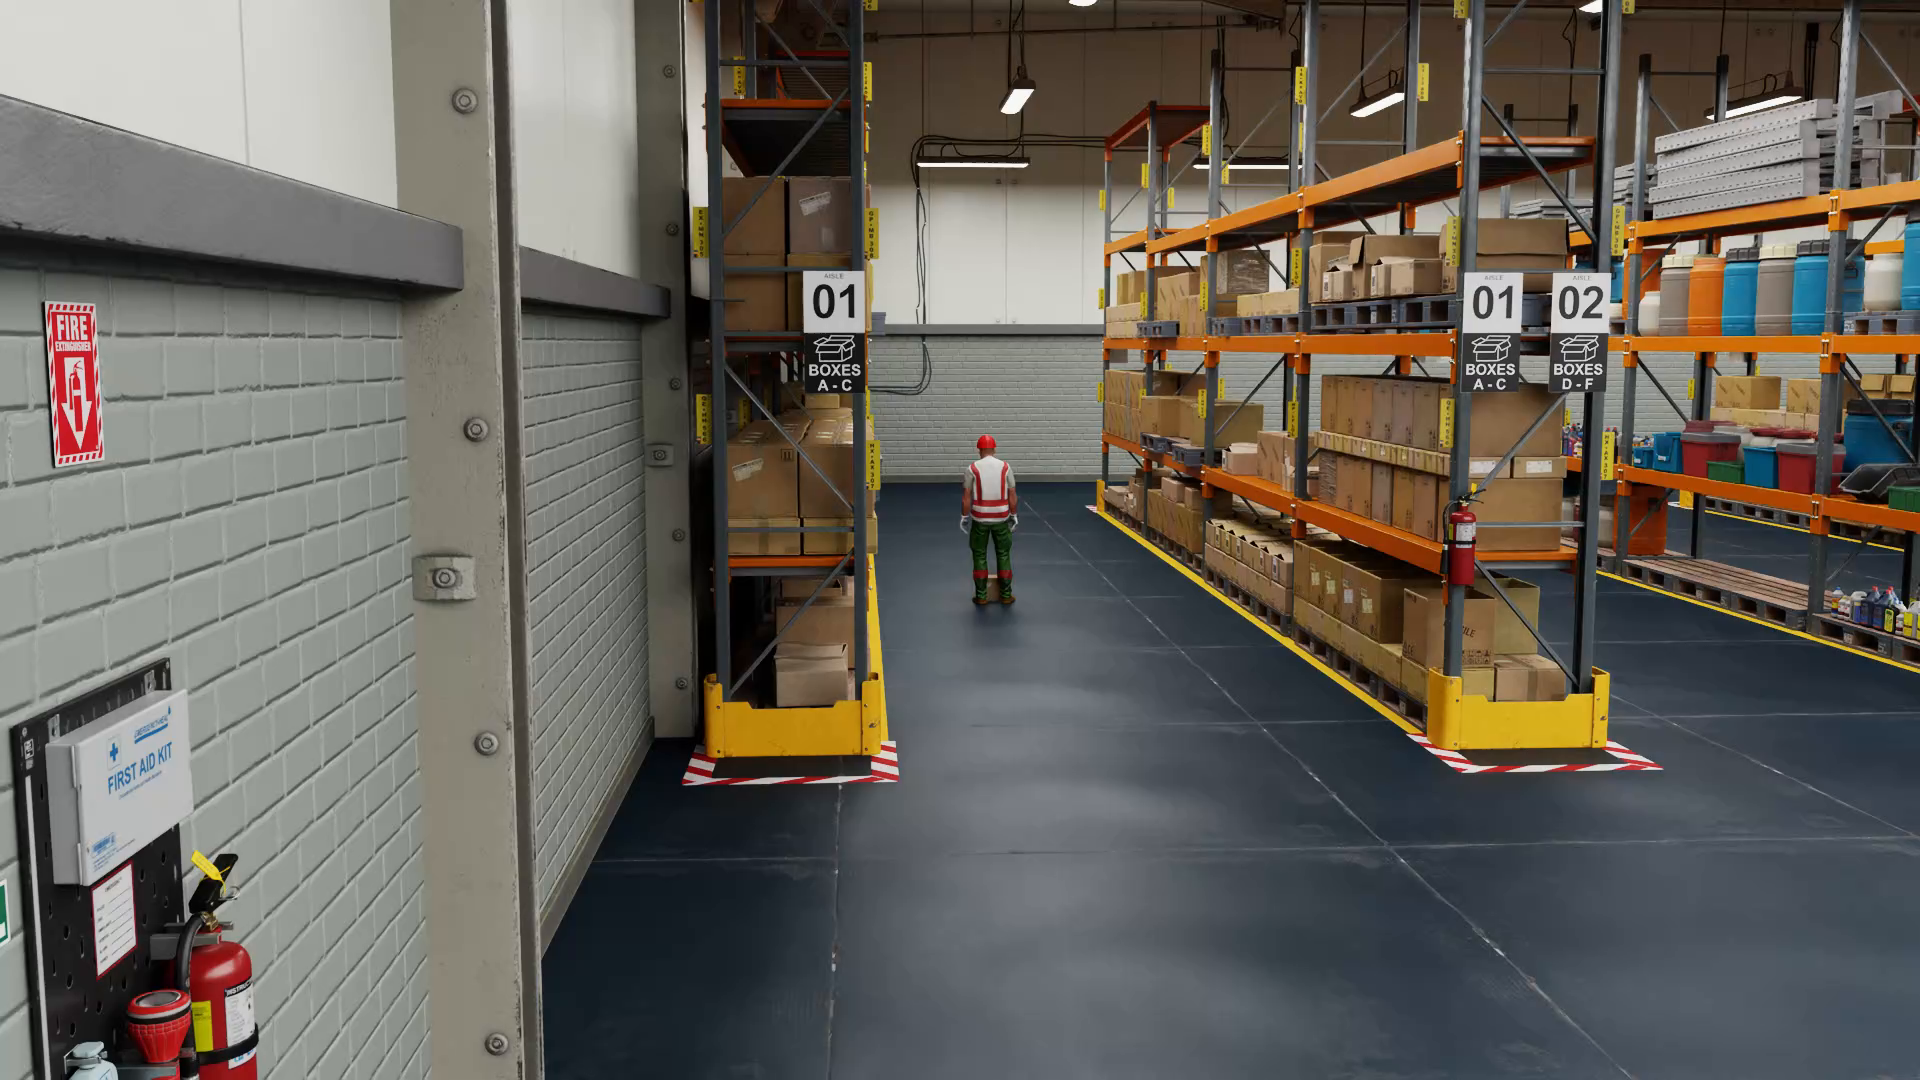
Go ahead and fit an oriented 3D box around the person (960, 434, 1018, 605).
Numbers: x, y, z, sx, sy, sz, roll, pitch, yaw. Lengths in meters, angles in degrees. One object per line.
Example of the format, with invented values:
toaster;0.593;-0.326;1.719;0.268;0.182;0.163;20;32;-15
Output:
person;0.305;-0.218;17.505;0.620;1.780;0.445;-1;7;-7
